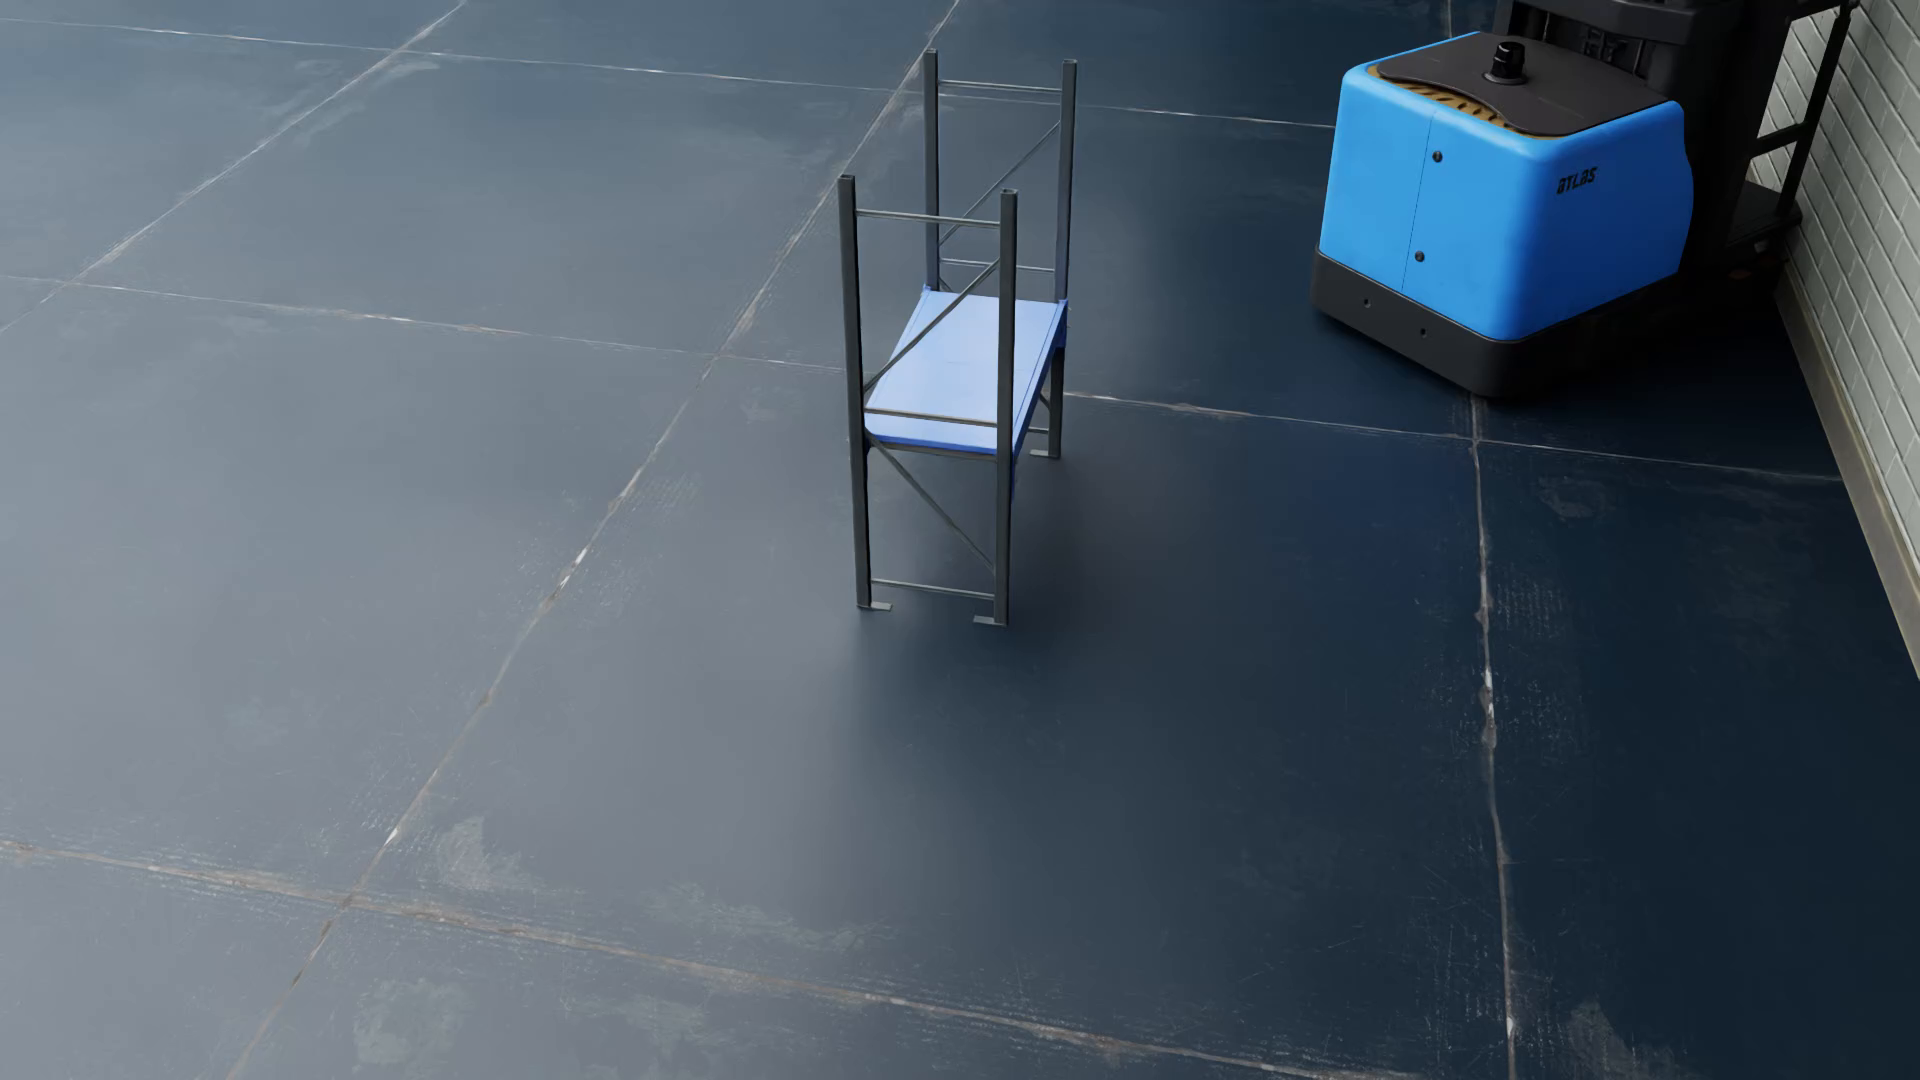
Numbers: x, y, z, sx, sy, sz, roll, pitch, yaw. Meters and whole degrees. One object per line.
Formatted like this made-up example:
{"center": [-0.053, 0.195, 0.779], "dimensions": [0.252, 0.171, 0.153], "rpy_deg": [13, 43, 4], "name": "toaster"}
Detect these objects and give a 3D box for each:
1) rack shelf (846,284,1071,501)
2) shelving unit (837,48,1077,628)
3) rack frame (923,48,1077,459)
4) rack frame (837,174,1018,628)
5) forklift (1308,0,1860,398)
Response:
{"center": [0.018, -0.511, 5.483], "dimensions": [0.538, 0.185, 1.000], "rpy_deg": [7, 37, 10], "name": "rack shelf"}
{"center": [0.018, -0.656, 5.377], "dimensions": [0.538, 1.500, 1.048], "rpy_deg": [7, 37, 10], "name": "shelving unit"}
{"center": [0.127, -0.948, 5.779], "dimensions": [0.500, 1.500, 0.032], "rpy_deg": [7, 37, 10], "name": "rack frame"}
{"center": [-0.090, -0.365, 4.975], "dimensions": [0.500, 1.500, 0.032], "rpy_deg": [7, 37, 10], "name": "rack frame"}
{"center": [2.970, -2.412, 6.580], "dimensions": [3.031, 2.935, 1.130], "rpy_deg": [-22, 42, -28], "name": "forklift"}
